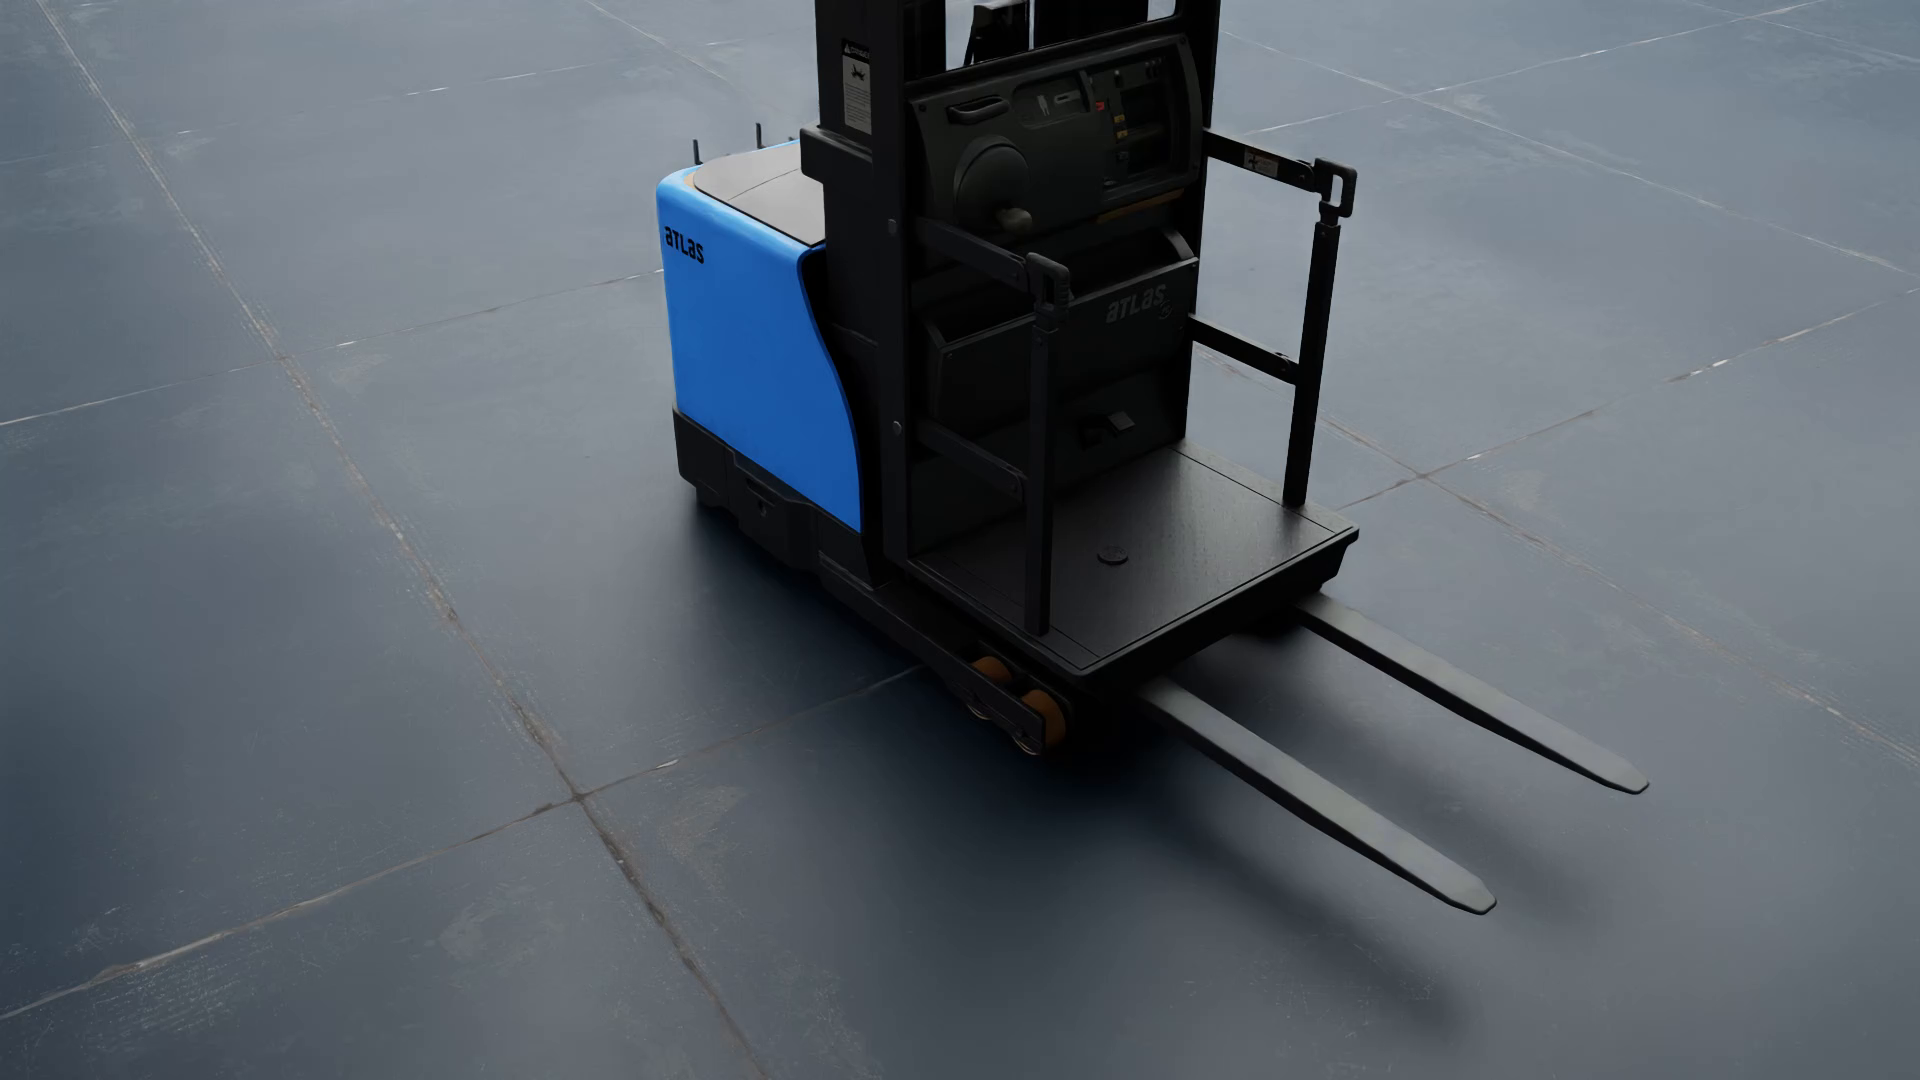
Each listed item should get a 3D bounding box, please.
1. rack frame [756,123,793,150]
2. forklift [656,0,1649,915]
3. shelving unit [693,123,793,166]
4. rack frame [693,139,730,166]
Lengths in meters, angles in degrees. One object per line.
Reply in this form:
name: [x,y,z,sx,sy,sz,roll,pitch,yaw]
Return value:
rack frame: [-0.601,-0.883,5.665,0.008,1.050,0.200,-25,40,-34]
forklift: [0.402,-0.983,4.060,1.130,2.935,3.031,-24,39,-33]
shelving unit: [-0.693,-0.841,5.598,0.252,1.050,0.215,-25,40,-34]
rack frame: [-0.786,-0.798,5.530,0.008,1.050,0.200,-25,40,-34]
